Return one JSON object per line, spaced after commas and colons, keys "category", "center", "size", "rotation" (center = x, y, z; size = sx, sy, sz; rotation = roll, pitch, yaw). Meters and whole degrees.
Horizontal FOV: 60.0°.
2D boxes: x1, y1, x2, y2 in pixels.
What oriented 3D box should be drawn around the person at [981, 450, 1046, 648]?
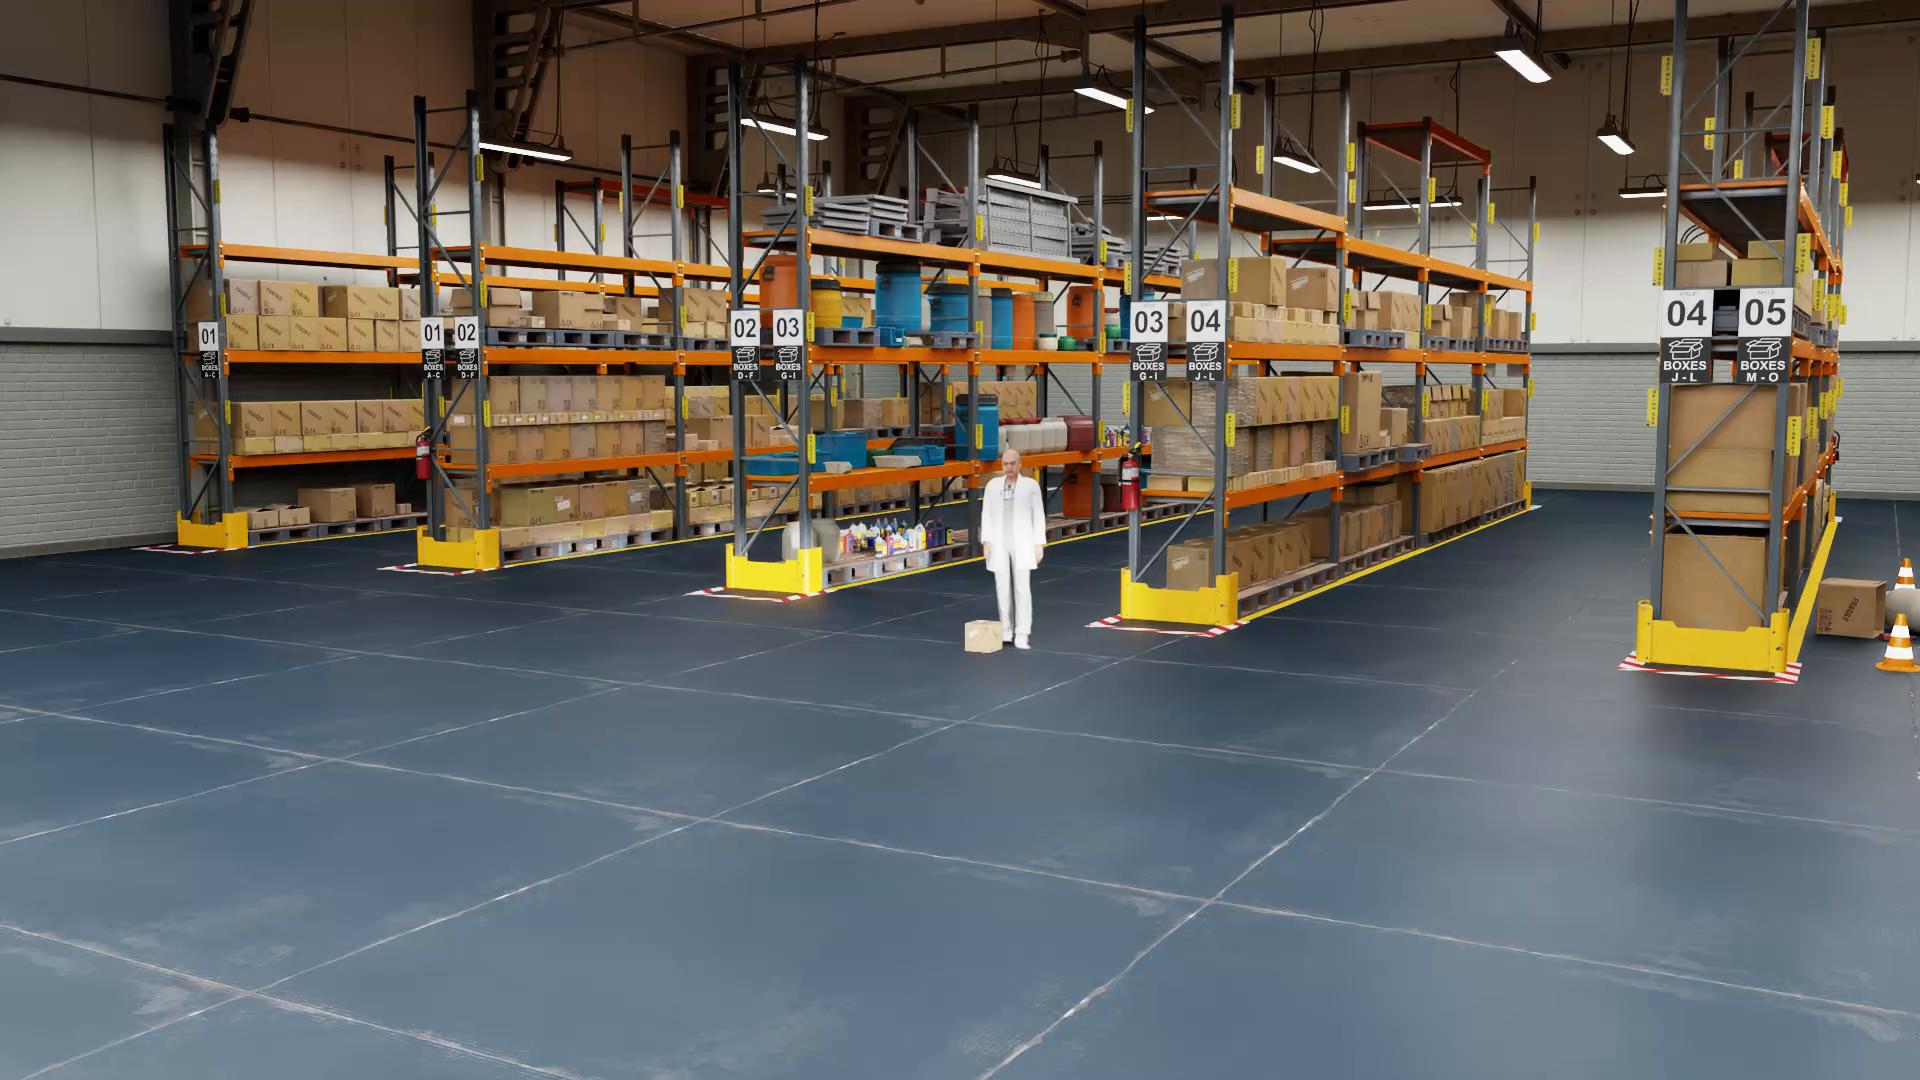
{"category": "person", "center": [0.478, 0.067, 15.347], "size": [0.610, 1.793, 0.607], "rotation": [1, 6, 14]}
